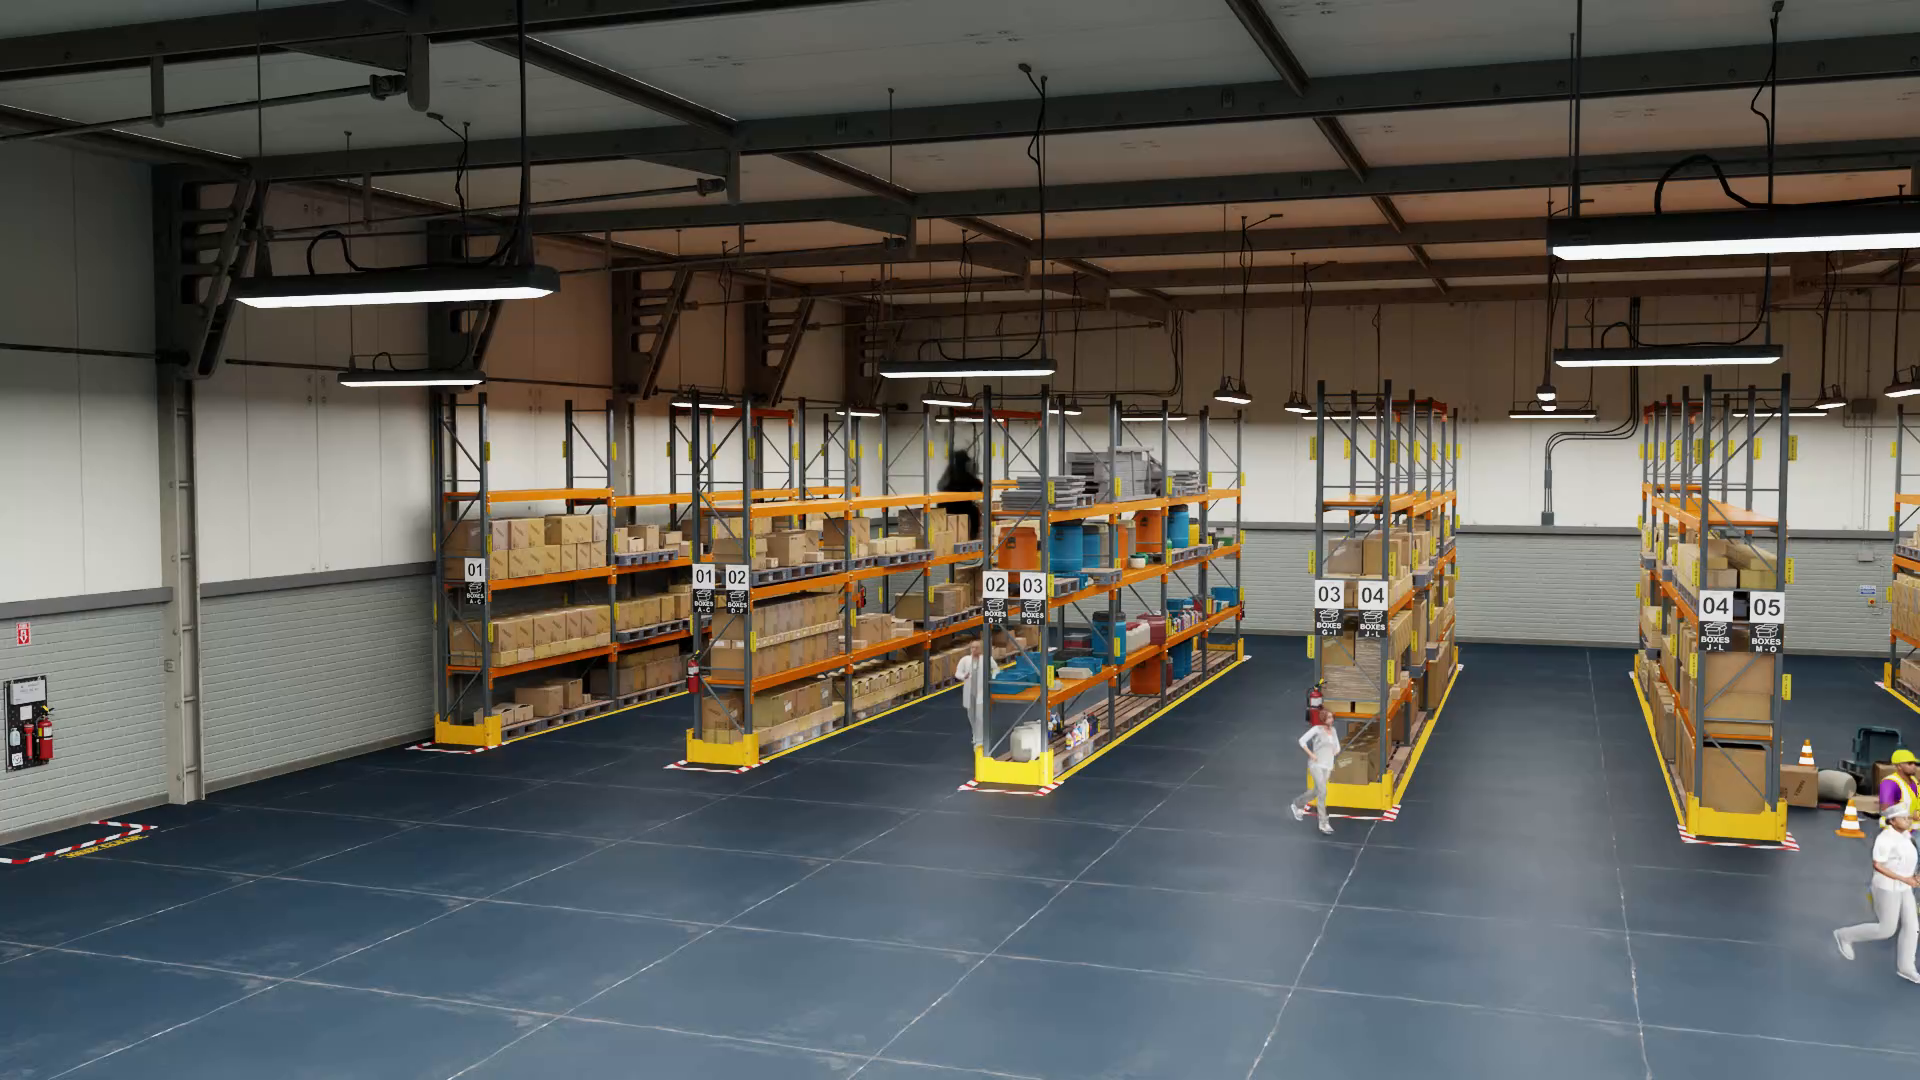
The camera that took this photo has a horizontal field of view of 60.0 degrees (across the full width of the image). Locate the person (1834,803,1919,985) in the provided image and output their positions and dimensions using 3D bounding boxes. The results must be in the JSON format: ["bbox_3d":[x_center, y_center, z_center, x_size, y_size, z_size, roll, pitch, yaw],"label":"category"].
[{"bbox_3d":[8.864,3.326,15.891,0.587,1.702,0.831,-2,4,-33],"label":"person"}]

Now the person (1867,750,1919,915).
[{"bbox_3d":[10.226,3.171,18.023,0.721,1.814,0.733,-1,3,-23],"label":"person"}]

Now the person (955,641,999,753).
[{"bbox_3d":[0.273,2.607,27.996,0.678,1.829,0.924,1,3,14],"label":"person"}]

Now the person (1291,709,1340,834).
[{"bbox_3d":[4.804,3.087,22.162,0.550,1.504,0.825,-2,4,-32],"label":"person"}]
